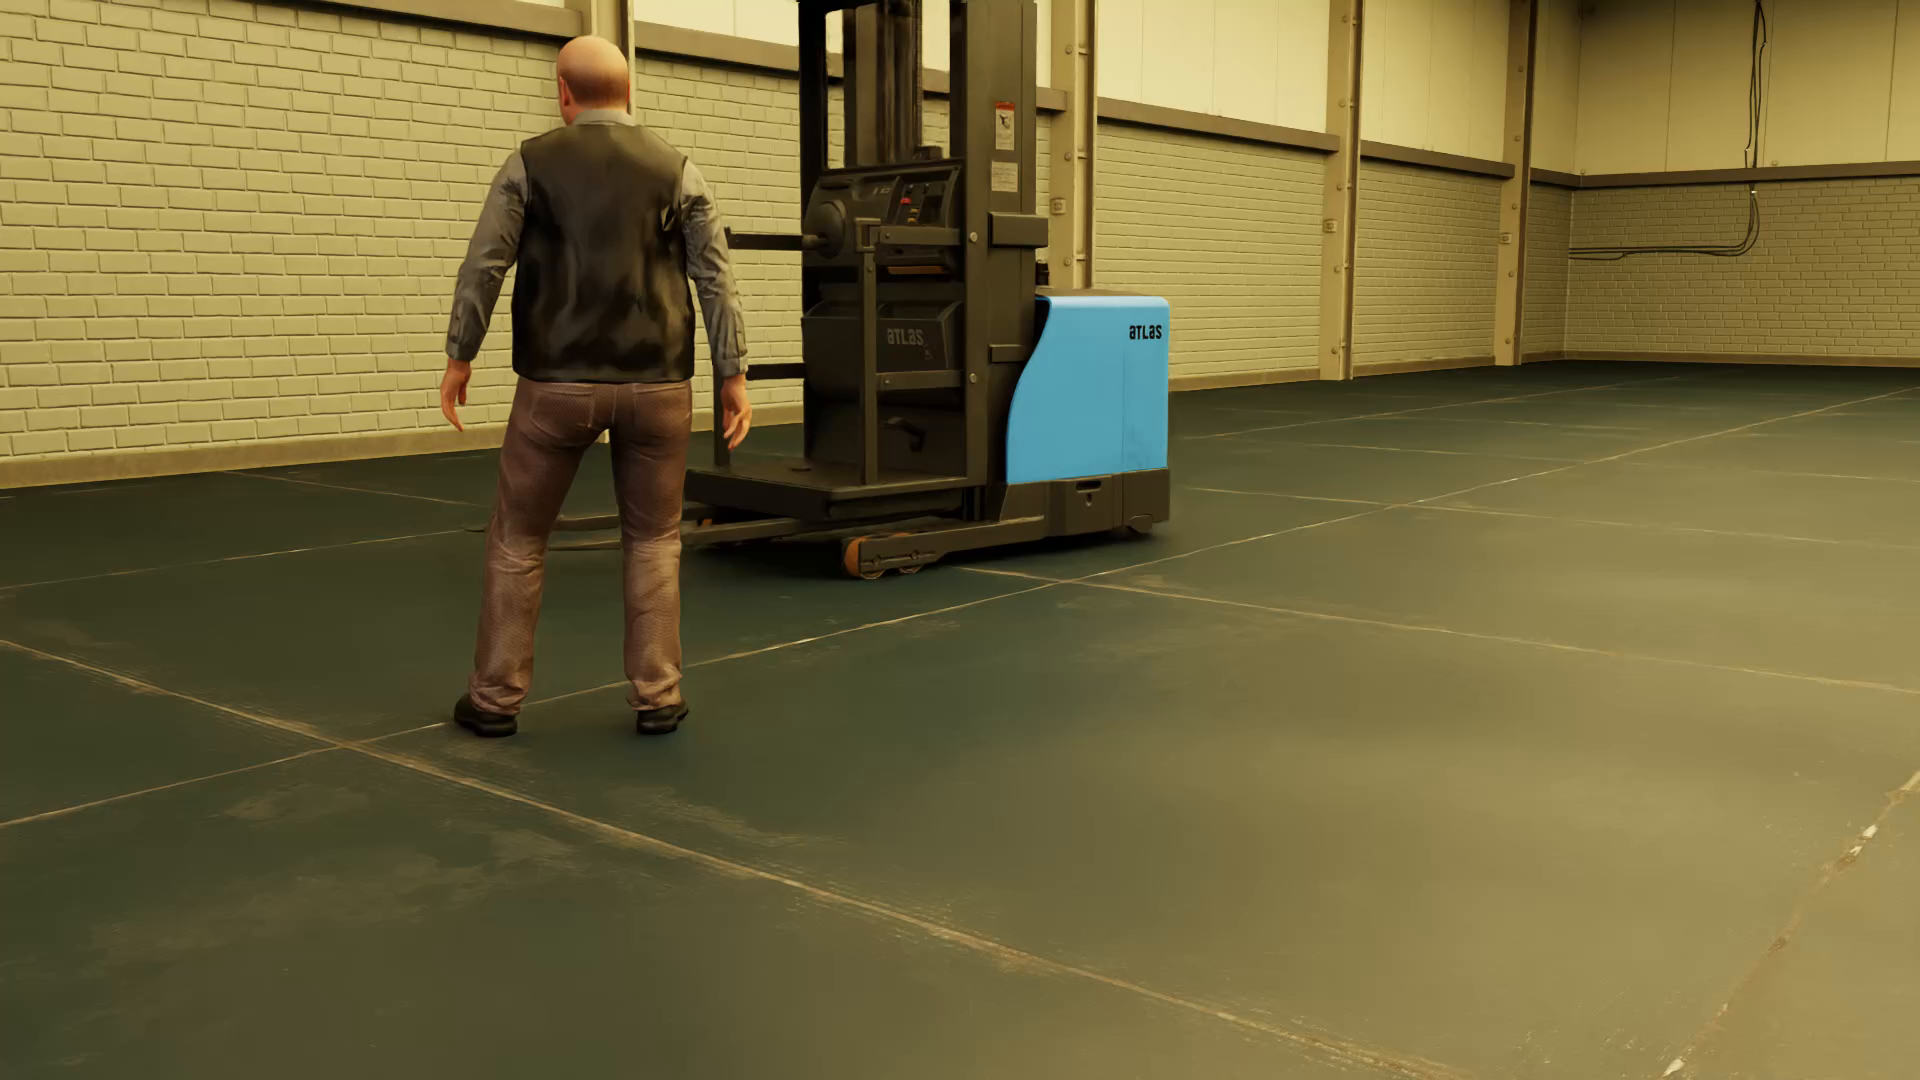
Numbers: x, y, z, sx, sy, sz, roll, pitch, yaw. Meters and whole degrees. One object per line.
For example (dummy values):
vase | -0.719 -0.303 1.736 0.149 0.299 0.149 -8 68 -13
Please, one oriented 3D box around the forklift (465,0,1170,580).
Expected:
forklift | -0.484 -1.382 6.725 3.031 2.935 1.130 -7 11 -42

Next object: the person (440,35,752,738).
person | -0.897 -0.378 4.125 0.749 1.698 0.420 -3 9 -18
